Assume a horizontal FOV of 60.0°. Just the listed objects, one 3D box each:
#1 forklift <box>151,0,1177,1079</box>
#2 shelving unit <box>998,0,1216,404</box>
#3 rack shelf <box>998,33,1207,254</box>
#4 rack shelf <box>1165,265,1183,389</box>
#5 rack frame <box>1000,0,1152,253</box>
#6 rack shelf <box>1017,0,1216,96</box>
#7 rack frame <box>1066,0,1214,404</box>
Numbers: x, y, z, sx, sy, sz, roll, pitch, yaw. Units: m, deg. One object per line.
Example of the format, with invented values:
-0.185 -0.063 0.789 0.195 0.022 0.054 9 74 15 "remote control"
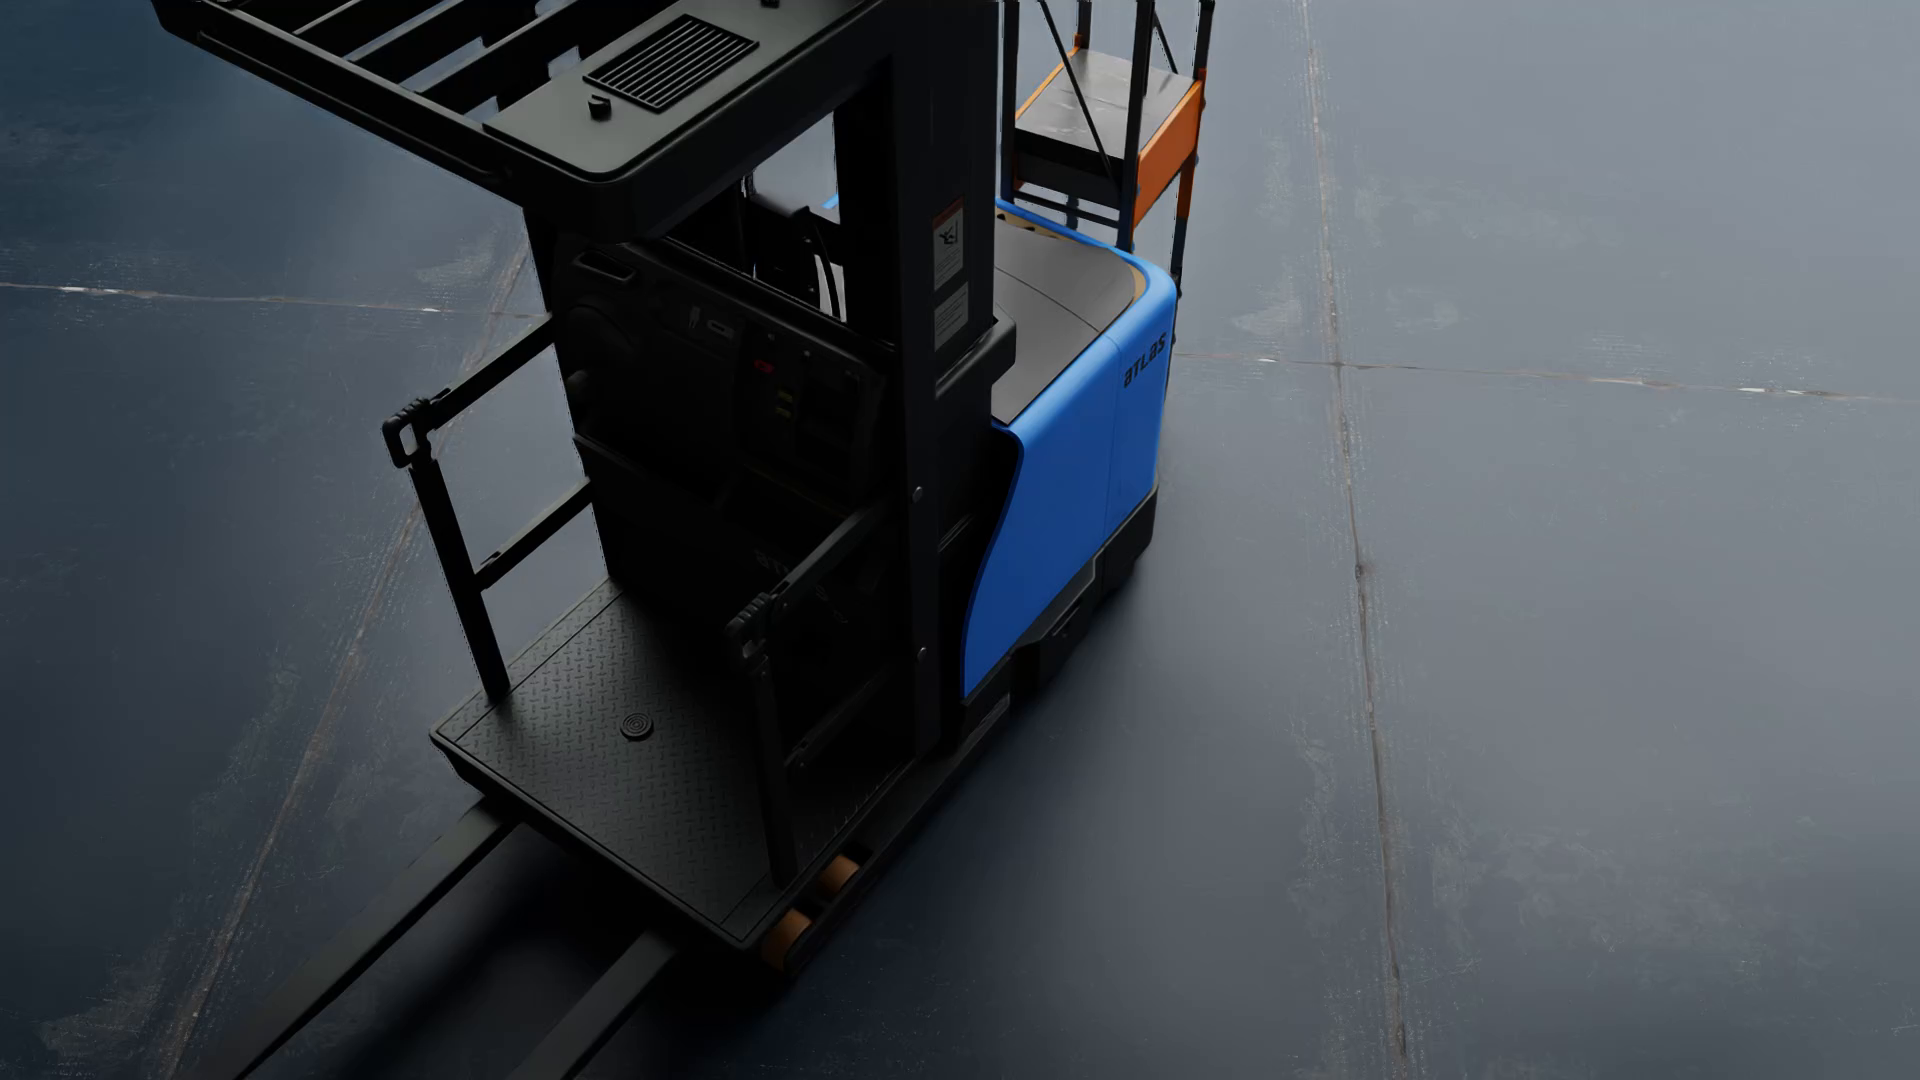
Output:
-0.669 -0.301 3.539 1.130 2.935 3.031 28 53 23 "forklift"
0.409 -1.086 4.820 0.431 2.100 0.503 21 51 18 "shelving unit"
0.409 -1.076 4.830 0.431 0.518 0.480 21 51 18 "rack shelf"
0.409 -0.604 5.346 0.431 0.518 0.480 21 51 18 "rack shelf"
0.295 -0.926 4.674 0.400 2.100 0.015 21 51 18 "rack frame"
0.409 -1.549 4.313 0.431 0.518 0.480 21 51 18 "rack shelf"
0.522 -1.245 4.966 0.400 2.100 0.015 21 51 18 "rack frame"
